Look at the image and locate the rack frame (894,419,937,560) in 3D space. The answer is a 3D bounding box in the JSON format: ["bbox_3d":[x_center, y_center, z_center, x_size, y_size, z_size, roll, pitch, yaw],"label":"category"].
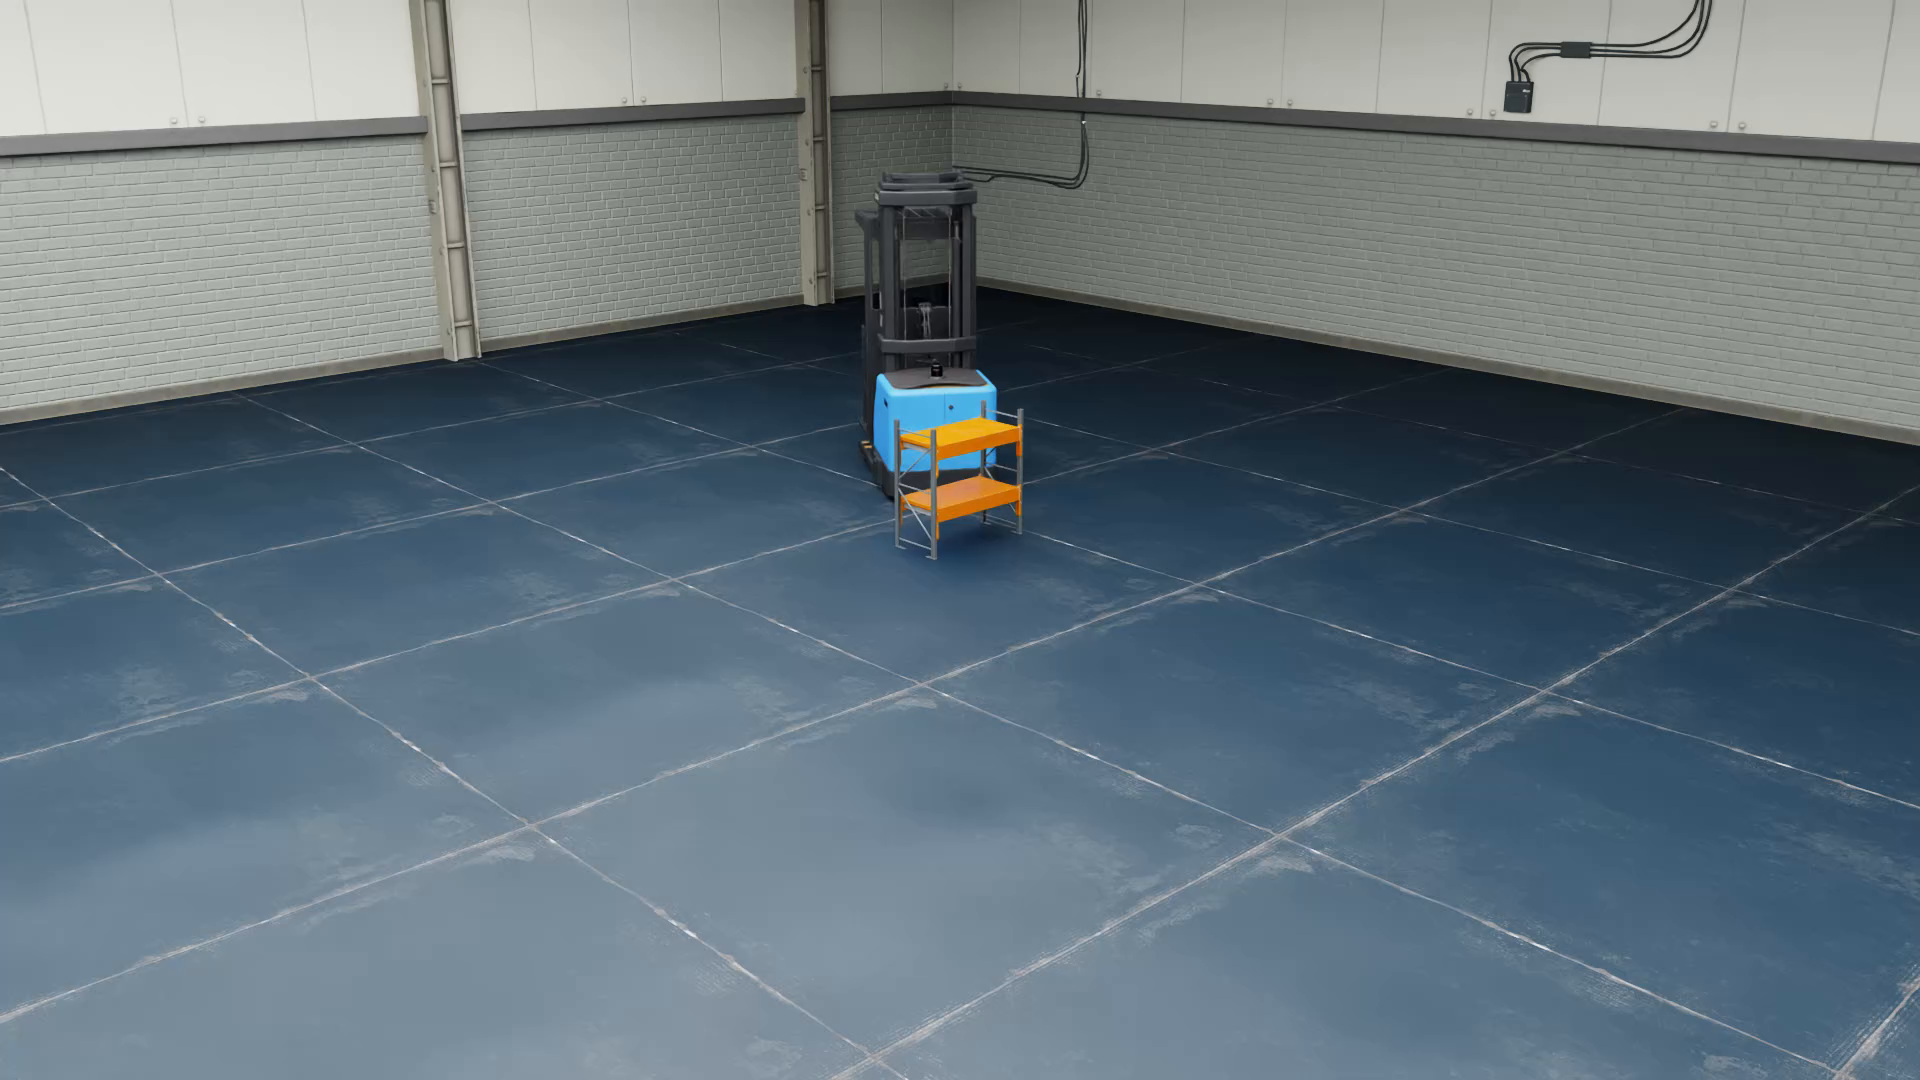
[{"bbox_3d":[-0.374,-0.426,13.975,0.032,1.125,0.500,-16,24,-41],"label":"rack frame"}]

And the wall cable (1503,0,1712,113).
[{"bbox_3d":[7.368,-7.772,18.350,0.169,6.003,2.305,-16,24,-41],"label":"wall cable"}]

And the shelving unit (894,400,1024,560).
[{"bbox_3d":[-0.005,-0.534,14.307,1.048,1.125,0.538,-16,24,-41],"label":"shelving unit"}]

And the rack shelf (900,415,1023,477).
[{"bbox_3d":[-0.005,-0.812,14.217,1.000,0.278,0.538,-16,24,-41],"label":"rack shelf"}]

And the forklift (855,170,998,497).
[{"bbox_3d":[-0.433,-2.208,16.541,1.130,2.935,3.031,-3,18,-11],"label":"forklift"}]

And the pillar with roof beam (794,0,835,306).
[{"bbox_3d":[0.765,-6.992,21.460,0.400,9.000,9.100,-16,24,-41],"label":"pillar with roof beam"}]

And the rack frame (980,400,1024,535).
[{"bbox_3d":[0.364,-0.641,14.639,0.032,1.125,0.500,-16,24,-41],"label":"rack frame"}]

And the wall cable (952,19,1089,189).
[{"bbox_3d":[0.857,-6.808,25.925,0.112,2.526,3.097,-16,24,-41],"label":"wall cable"}]

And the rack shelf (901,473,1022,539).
[{"bbox_3d":[-0.005,-0.301,14.382,1.000,0.278,0.538,-16,24,-41],"label":"rack shelf"}]

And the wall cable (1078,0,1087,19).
[{"bbox_3d":[2.715,-8.604,23.277,0.112,2.526,3.097,-16,24,-41],"label":"wall cable"}]

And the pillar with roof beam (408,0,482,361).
[{"bbox_3d":[-3.594,-5.721,17.538,0.400,9.000,9.100,-16,24,-41],"label":"pillar with roof beam"}]
